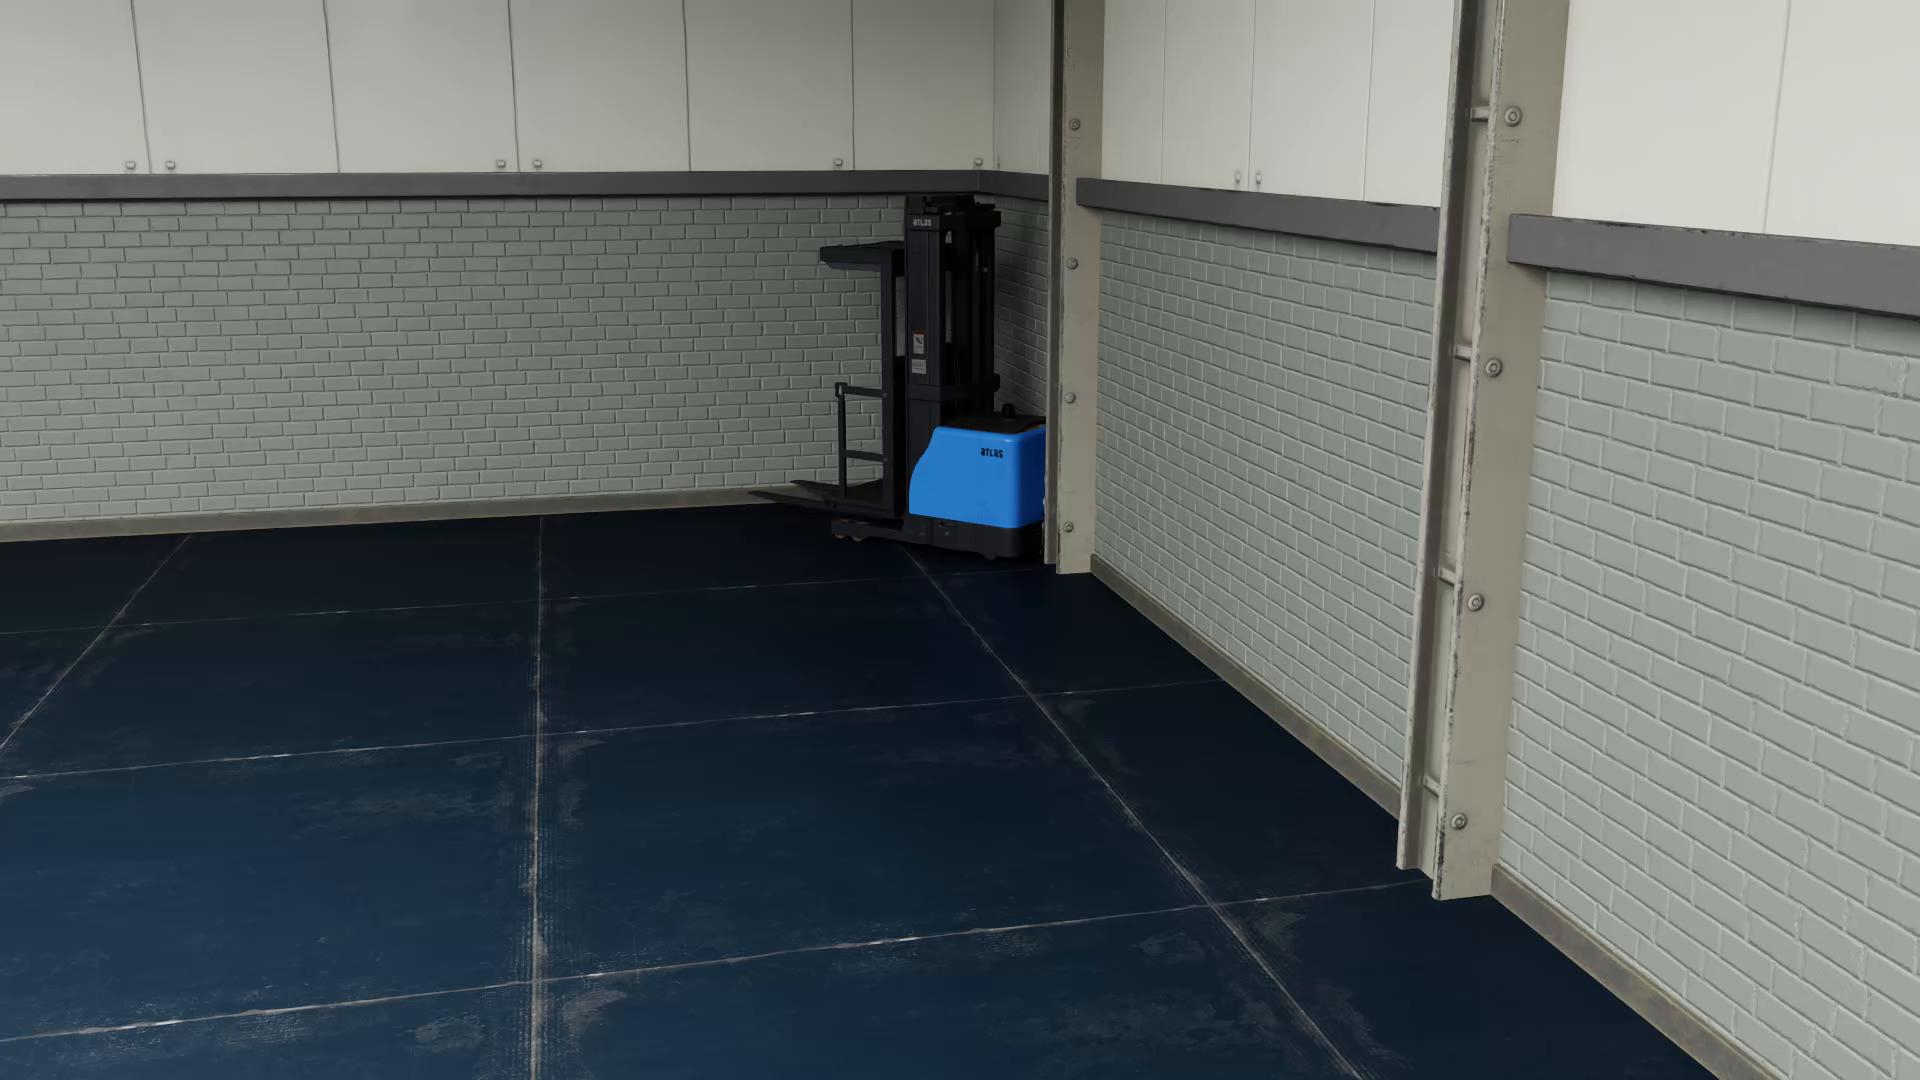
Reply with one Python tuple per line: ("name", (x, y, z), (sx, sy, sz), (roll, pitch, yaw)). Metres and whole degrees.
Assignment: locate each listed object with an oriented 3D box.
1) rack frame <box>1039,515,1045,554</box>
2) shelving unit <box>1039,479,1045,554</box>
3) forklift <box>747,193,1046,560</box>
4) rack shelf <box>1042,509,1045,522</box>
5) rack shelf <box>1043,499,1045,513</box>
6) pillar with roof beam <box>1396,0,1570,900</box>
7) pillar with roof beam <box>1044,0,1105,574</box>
("rack frame", (0.825, -0.287, 13.704), (0.240, 0.900, 0.006), (1, 25, -11))
("shelving unit", (0.809, -0.331, 13.795), (0.258, 0.900, 0.210), (1, 25, -11))
("forklift", (-0.517, -1.507, 14.421), (3.031, 2.935, 1.130), (9, 16, 33))
("rack shelf", (0.796, -0.220, 13.847), (0.258, 0.077, 0.200), (1, 25, -11))
("rack shelf", (0.805, -0.301, 13.809), (0.258, 0.077, 0.200), (1, 25, -11))
("pillar with roof beam", (-1.888, -2.529, 5.816), (9.100, 9.000, 0.400), (-3, 14, -13))
("pillar with roof beam", (-3.297, -3.913, 11.482), (9.100, 9.000, 0.400), (-3, 14, -13))
